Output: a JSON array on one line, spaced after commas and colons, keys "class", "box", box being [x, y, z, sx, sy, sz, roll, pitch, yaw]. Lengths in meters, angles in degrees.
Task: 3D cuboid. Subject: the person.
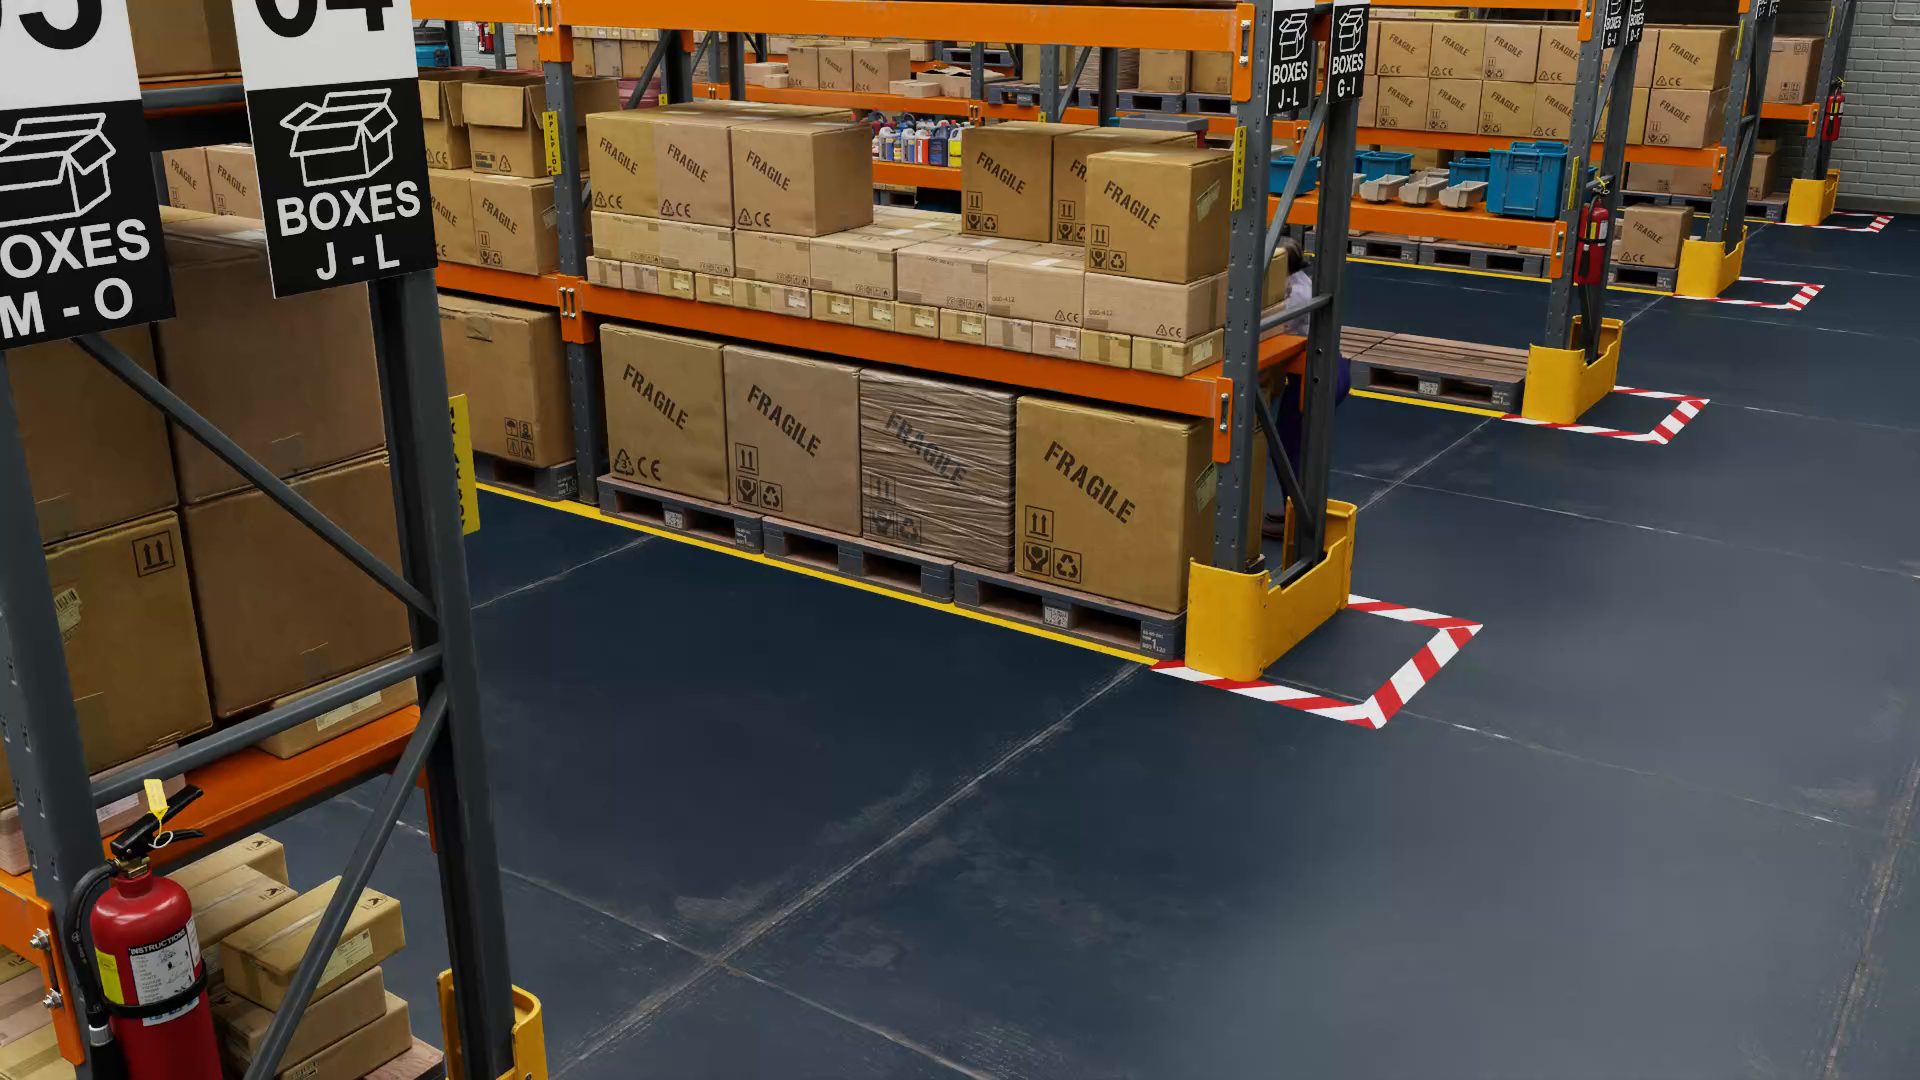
[{"class": "person", "box": [1.785, -0.815, 8.910, 0.569, 1.610, 0.437, 9, 22, 24]}]
